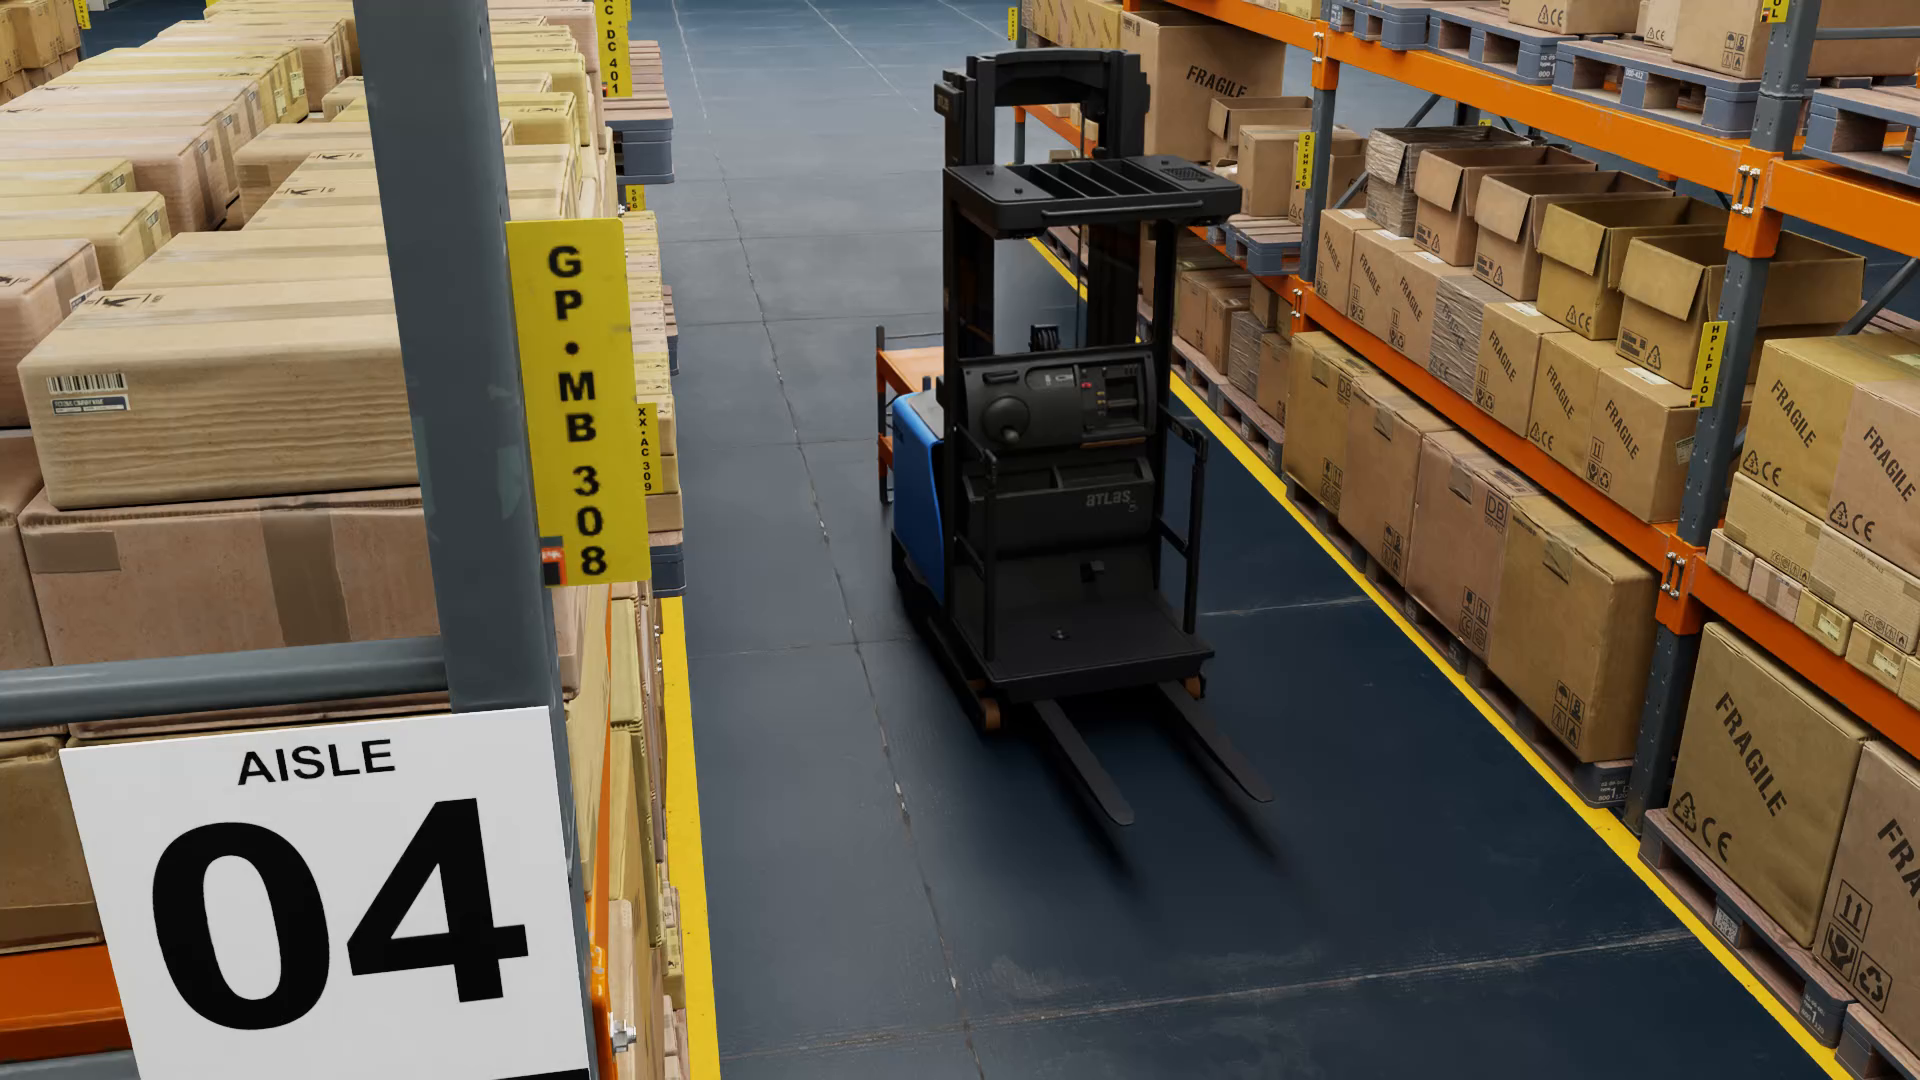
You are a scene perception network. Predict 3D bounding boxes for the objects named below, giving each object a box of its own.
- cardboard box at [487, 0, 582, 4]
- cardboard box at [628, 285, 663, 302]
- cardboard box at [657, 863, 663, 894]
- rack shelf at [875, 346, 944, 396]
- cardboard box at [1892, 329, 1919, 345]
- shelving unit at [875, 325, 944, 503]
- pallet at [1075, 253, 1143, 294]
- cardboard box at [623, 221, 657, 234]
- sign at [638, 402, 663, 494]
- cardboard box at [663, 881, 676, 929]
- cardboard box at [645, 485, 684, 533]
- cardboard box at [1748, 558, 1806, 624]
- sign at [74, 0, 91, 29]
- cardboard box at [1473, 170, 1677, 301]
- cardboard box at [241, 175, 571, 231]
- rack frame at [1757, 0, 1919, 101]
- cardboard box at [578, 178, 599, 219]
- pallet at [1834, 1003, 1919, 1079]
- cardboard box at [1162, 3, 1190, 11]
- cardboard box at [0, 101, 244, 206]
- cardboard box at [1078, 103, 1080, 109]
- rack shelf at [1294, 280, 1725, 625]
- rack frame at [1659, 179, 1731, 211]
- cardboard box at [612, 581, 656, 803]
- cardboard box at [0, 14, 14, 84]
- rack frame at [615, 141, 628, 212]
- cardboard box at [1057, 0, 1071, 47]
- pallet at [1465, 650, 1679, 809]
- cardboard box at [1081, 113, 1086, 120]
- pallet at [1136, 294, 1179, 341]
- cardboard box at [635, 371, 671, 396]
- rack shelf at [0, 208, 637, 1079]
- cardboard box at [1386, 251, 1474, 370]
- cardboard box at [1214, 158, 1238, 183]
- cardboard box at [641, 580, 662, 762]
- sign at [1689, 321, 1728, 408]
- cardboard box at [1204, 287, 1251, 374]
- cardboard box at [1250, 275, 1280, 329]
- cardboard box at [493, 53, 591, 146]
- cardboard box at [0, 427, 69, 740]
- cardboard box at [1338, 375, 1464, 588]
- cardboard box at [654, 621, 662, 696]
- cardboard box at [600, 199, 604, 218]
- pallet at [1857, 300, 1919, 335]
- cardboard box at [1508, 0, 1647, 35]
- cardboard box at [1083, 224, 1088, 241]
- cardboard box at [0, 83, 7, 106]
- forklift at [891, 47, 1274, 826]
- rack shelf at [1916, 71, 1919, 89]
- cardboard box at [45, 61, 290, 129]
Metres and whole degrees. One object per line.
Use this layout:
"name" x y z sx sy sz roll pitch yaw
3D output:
"cardboard box" -1.213 -1.380 4.479 0.380 0.149 0.250 -4 24 -8
"cardboard box" -1.512 -1.022 7.388 0.380 0.149 0.250 -4 24 -8
"cardboard box" -1.190 1.191 5.569 0.380 0.149 0.250 -4 24 -9
"rack shelf" -0.107 -0.853 9.566 0.538 0.278 1.000 -7 25 -15
"cardboard box" 3.643 -0.446 5.903 0.500 0.500 0.500 -4 24 -8
"shelving unit" -0.107 -0.585 9.683 0.538 1.125 1.048 -7 25 -15
"pallet" 1.657 -2.326 14.813 1.003 0.211 1.213 -4 24 -10
"cardboard box" -1.752 -1.534 8.561 0.380 0.149 0.250 -5 24 -10
"sign" -1.066 -0.309 5.627 0.100 0.325 0.005 -4 24 -10
"cardboard box" -1.165 1.315 5.657 0.380 0.149 0.250 -5 24 -12
"cardboard box" -1.219 -0.135 6.100 0.380 0.149 0.250 -5 24 -12
"cardboard box" 3.071 0.163 5.942 0.380 0.149 0.250 -5 24 -12
"sign" -8.114 -4.891 15.360 0.100 0.325 0.005 -4 24 -10
"cardboard box" 2.923 -1.466 7.981 0.797 0.503 0.637 -4 24 -8
"cardboard box" -0.702 -0.371 2.168 0.380 0.149 0.250 -4 24 -10
"rack frame" 3.295 -2.945 5.250 1.000 3.000 0.127 -4 24 -10
"cardboard box" -0.863 -0.427 2.795 0.500 0.250 0.500 -4 24 -9
"pallet" 3.588 1.868 5.210 1.003 0.211 1.213 -4 24 -10
"cardboard box" 1.982 -4.179 13.824 0.500 0.500 0.500 -4 24 -10
"cardboard box" -1.414 -0.628 2.757 0.380 0.149 0.250 -4 24 -9
"cardboard box" 1.544 -4.095 14.881 0.875 0.500 0.500 -4 24 -10
"rack shelf" 2.925 -0.653 8.396 1.077 0.370 4.000 -4 24 -10
"rack frame" 6.683 -3.709 14.495 1.000 3.000 0.127 -4 24 -10
"cardboard box" -0.952 0.264 3.653 0.500 0.500 0.500 -5 24 -11
"cardboard box" -7.931 -3.841 13.050 0.700 0.500 0.500 -5 24 -11
"rack frame" -2.338 -1.442 9.304 1.000 3.000 0.127 -4 24 -10
"cardboard box" 1.188 -4.730 15.086 0.500 0.500 0.500 -4 24 -10
"pallet" 3.078 0.784 7.691 1.003 0.211 1.213 -4 24 -10
"cardboard box" 1.305 -3.786 14.984 0.380 0.149 0.250 -4 24 -10
"pallet" 1.961 -1.759 13.513 1.003 0.211 1.213 -4 24 -10
"cardboard box" -1.277 -0.517 6.231 0.380 0.149 0.250 -4 24 -8
"rack shelf" -1.228 -0.127 3.444 1.077 0.370 4.000 -4 24 -10
"cardboard box" 2.574 -1.200 8.625 0.500 0.500 0.500 -5 24 -11
"cardboard box" 1.982 -2.536 11.452 0.396 0.266 0.258 -5 24 -11
"cardboard box" -1.136 0.323 4.766 0.500 0.500 0.500 -5 24 -11
"sign" 2.764 -0.646 6.134 0.100 0.325 0.005 -4 24 -10
"cardboard box" 2.185 -1.527 12.072 0.700 0.500 0.500 -2 24 -5
"cardboard box" 2.294 -1.638 11.390 0.500 0.250 0.500 -2 24 -4
"cardboard box" -0.940 -0.879 3.331 0.380 0.149 0.250 -5 24 -11
"cardboard box" -1.194 0.007 1.800 0.500 0.250 0.500 -5 24 -11
"cardboard box" 2.820 -0.364 8.965 1.225 0.875 0.875 -4 24 -10
"cardboard box" -1.475 0.431 6.678 0.500 0.250 0.500 -5 24 -12
"cardboard box" -1.067 -0.604 3.826 0.500 0.250 0.500 -5 24 -10
"pallet" 7.096 -1.644 13.251 1.003 0.211 1.213 -4 24 -10
"cardboard box" 2.954 -2.582 7.512 0.797 0.503 0.637 -5 24 -10
"cardboard box" 1.476 -3.013 15.499 0.500 0.500 0.500 -6 24 -14
"cardboard box" -7.927 -3.379 13.243 0.500 0.500 0.500 -5 24 -10
"forklift" 0.530 -0.625 7.519 1.130 2.935 3.031 -7 24 -15
"rack shelf" 11.182 -4.531 17.276 1.077 0.370 4.000 -4 24 -10
"cardboard box" -1.525 -0.831 3.223 0.380 0.149 0.250 -5 24 -11
